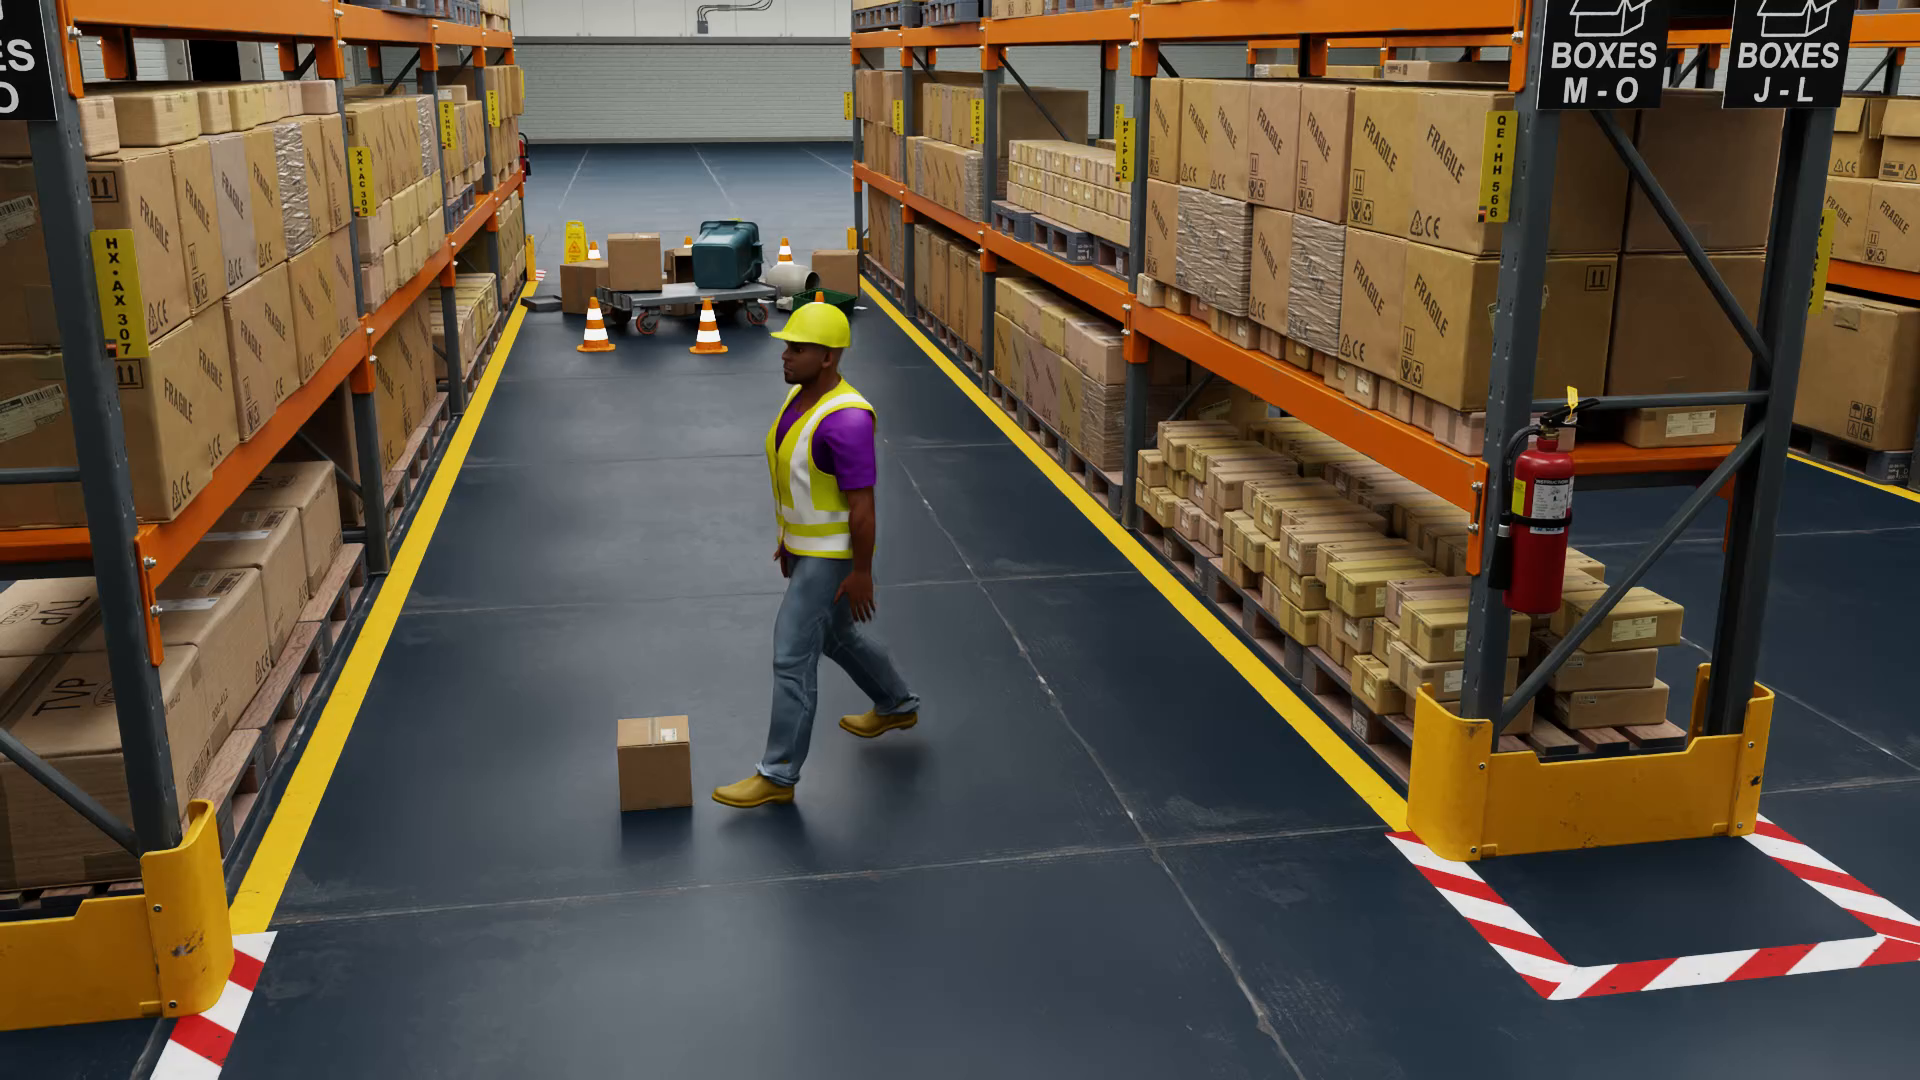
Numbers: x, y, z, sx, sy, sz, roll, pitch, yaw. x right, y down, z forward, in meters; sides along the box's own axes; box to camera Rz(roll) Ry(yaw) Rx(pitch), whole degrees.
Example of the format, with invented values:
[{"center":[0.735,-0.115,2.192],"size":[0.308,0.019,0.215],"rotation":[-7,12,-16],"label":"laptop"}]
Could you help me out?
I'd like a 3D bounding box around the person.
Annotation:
[{"center":[-0.516,0.028,5.898],"size":[0.912,1.740,0.603],"rotation":[-7,18,-23],"label":"person"}]
